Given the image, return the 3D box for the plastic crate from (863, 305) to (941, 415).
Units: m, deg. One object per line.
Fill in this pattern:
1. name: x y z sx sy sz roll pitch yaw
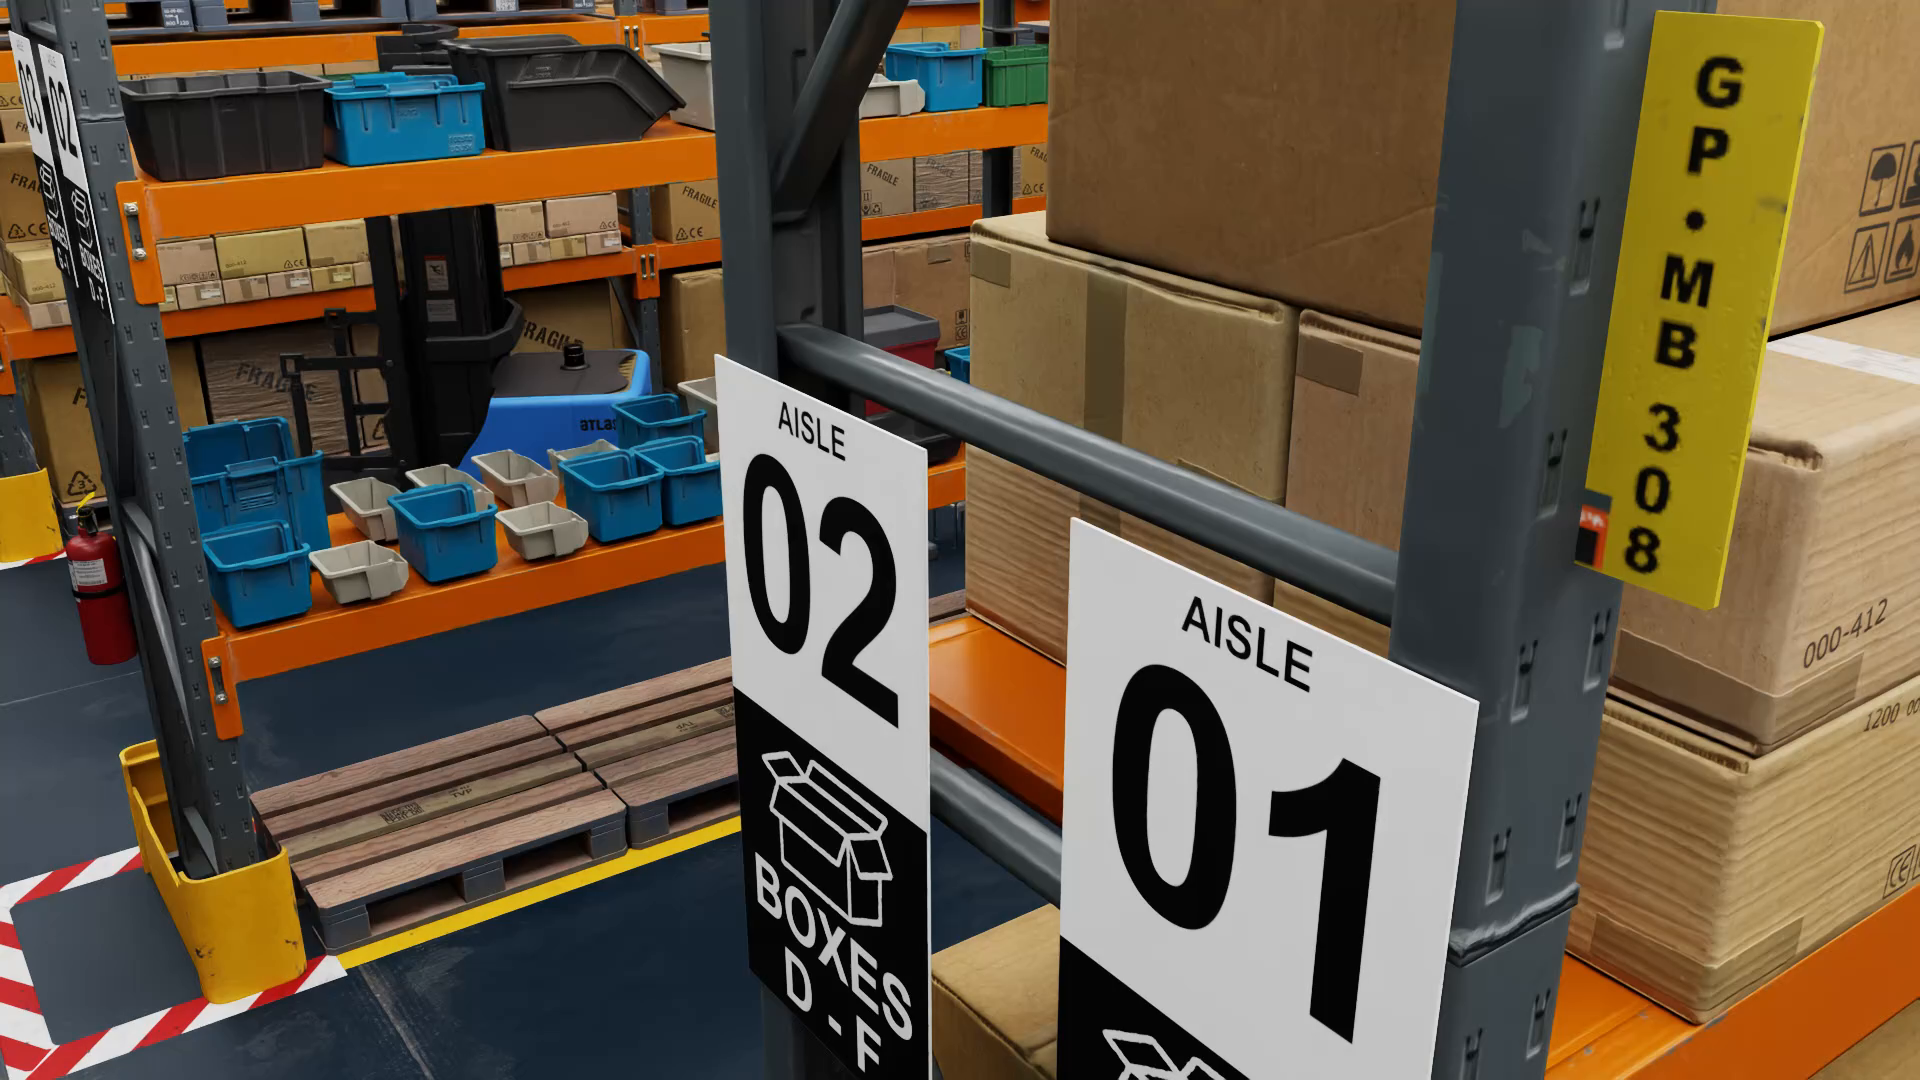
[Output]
1. plastic crate: -0.426 -0.785 7.650 0.583 0.464 0.402 -15 26 -33

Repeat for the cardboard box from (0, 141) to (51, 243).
1. cardboard box: -5.452 -2.071 9.829 0.500 0.500 0.500 -15 26 -32

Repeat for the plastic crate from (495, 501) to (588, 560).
1. plastic crate: -1.549 -0.031 6.201 0.298 0.136 0.250 -15 26 -33

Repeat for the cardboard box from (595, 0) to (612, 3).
1. cardboard box: -4.781 -6.744 21.648 0.500 0.500 0.500 -16 27 -34

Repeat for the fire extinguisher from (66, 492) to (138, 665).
1. fire extinguisher: -3.189 0.125 6.143 0.183 0.674 0.296 -15 26 -33

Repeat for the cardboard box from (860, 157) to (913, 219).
1. cardboard box: -0.697 -2.737 12.573 0.500 0.500 0.500 -14 26 -32

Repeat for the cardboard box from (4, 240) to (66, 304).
1. cardboard box: -5.147 -1.561 9.562 0.500 0.250 0.500 -16 27 -34

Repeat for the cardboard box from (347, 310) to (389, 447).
1. cardboard box: -3.760 -1.230 11.232 0.875 0.875 0.875 -15 26 -33

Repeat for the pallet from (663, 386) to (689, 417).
1. pallet: -1.865 -1.230 12.694 1.213 0.211 1.003 -15 26 -33

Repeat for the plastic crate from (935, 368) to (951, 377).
1. plastic crate: -0.016 -0.693 7.861 0.243 0.136 0.396 -15 26 -33

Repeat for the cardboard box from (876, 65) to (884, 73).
1. cardboard box: -0.334 -3.420 12.932 0.637 0.503 0.797 -14 26 -32

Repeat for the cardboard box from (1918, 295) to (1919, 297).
1. cardboard box: 0.951 -0.592 1.800 0.500 0.500 0.700 -15 26 -33

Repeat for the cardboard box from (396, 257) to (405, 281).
1. cardboard box: -3.546 -1.776 10.639 0.250 0.149 0.380 -15 26 -34

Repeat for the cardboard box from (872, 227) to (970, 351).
1. cardboard box: -0.500 -2.076 13.352 0.875 0.875 1.225 -15 26 -33

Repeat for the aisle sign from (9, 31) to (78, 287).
1. aisle sign: -3.031 -1.260 5.498 0.004 0.787 0.394 -15 26 -33

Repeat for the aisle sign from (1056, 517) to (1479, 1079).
1. aisle sign: 0.205 0.407 1.322 0.004 0.787 0.394 -15 26 -33

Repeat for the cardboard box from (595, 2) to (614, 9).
1. cardboard box: -4.487 -6.590 21.261 0.500 0.500 0.500 -16 27 -34

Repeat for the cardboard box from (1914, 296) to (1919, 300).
1. cardboard box: 1.068 -0.183 1.789 0.500 0.250 0.500 -15 26 -33

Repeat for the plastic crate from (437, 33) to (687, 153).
1. plastic crate: -1.401 -1.592 5.875 0.767 0.338 0.504 -15 26 -33

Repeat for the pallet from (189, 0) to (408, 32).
1. pallet: -4.107 -3.251 10.069 1.213 0.211 1.003 -15 26 -33

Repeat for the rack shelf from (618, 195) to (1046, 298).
1. rack shelf: -0.823 -2.434 12.920 4.000 0.370 1.077 -15 26 -33

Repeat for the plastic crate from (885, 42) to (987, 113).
1. plastic crate: -0.107 -1.868 6.709 0.300 0.233 0.416 -15 26 -33

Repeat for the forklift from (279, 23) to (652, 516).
1. forklift: -3.276 -1.262 9.104 3.031 2.935 1.130 -3 22 -6

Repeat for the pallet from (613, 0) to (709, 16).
1. pallet: -1.732 -3.853 11.716 1.217 0.209 0.805 -16 27 -35

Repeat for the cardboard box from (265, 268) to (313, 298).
1. cardboard box: -4.171 -1.610 10.222 0.250 0.149 0.380 -15 26 -33

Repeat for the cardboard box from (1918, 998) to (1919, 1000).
1. cardboard box: 1.432 0.761 2.457 0.500 0.500 0.500 -15 26 -32

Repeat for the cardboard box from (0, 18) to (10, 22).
1. cardboard box: -10.097 -5.208 17.416 0.500 0.500 0.500 -15 26 -33

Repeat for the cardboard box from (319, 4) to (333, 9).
1. cardboard box: -7.313 -5.955 19.289 0.500 0.500 0.500 -15 26 -33

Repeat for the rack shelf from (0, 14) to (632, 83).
1. rack shelf: -4.070 -2.962 10.195 4.000 0.370 1.077 -15 26 -33

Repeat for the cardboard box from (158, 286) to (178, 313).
1. cardboard box: -4.798 -1.442 9.802 0.250 0.149 0.380 -16 27 -34

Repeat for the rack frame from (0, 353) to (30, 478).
1. rack frame: -5.694 -1.470 9.532 0.127 3.000 1.000 -15 26 -33

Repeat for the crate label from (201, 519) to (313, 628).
1. crate label: -2.409 0.116 5.704 0.303 0.233 0.416 -15 26 -33

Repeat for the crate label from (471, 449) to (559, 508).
1. crate label: -1.790 -0.242 6.731 0.243 0.136 0.396 -15 26 -33

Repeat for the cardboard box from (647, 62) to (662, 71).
1. cardboard box: -2.976 -4.606 16.363 0.250 0.149 0.380 -15 26 -33

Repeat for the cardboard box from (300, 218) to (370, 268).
1. cardboard box: -3.898 -1.898 10.406 0.500 0.250 0.500 -16 27 -34

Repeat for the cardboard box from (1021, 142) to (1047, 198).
1. cardboard box: 0.544 -3.066 13.399 0.500 0.500 0.500 -14 26 -31

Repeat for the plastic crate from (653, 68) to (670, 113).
1. plastic crate: -1.269 -1.772 6.599 0.530 0.136 0.437 -15 26 -33

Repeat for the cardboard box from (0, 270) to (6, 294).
1. cardboard box: -7.885 -2.142 13.695 0.250 0.149 0.380 -16 27 -35

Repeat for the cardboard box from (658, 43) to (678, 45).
1. cardboard box: -3.882 -6.425 21.724 0.250 0.149 0.380 -15 26 -33

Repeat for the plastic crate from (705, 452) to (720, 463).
1. plastic crate: -0.792 -0.284 6.835 0.466 0.136 0.293 -15 26 -33

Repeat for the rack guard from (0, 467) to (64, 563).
1. rack guard: -5.713 -0.304 9.983 0.348 0.500 1.175 -15 26 -33

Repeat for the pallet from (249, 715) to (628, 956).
1. pallet: -2.109 1.149 6.733 1.213 0.211 1.003 -15 26 -33

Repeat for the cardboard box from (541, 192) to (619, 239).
1. cardboard box: -2.652 -2.230 11.237 0.500 0.250 0.500 -15 26 -34

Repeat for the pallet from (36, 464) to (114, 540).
1. pallet: -5.091 -0.371 10.542 1.213 0.211 1.003 -15 26 -33

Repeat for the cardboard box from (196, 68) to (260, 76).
1. cardboard box: -6.326 -4.096 14.227 0.500 0.500 0.500 -14 26 -31

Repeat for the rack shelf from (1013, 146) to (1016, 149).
1. rack shelf: 2.069 -2.337 8.630 4.000 0.370 1.077 -15 26 -33

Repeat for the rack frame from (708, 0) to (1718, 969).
1. rack frame: 0.089 -1.275 0.950 0.127 3.000 1.000 -15 26 -33

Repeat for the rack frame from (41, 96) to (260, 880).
1. rack frame: -2.801 0.020 5.798 0.127 3.000 1.000 -15 26 -33

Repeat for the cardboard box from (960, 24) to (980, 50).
1. cardboard box: 0.006 -5.762 18.804 0.500 0.500 0.700 -15 26 -32

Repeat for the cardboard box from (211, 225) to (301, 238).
1. cardboard box: -4.324 -2.131 9.980 0.500 0.500 0.500 -16 27 -34

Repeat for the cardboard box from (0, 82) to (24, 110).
1. cardboard box: -7.583 -3.761 13.390 0.500 0.500 0.500 -14 26 -31

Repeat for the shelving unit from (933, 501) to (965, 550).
1. shelving unit: -0.007 -0.416 9.725 0.210 0.900 0.258 -15 26 -33

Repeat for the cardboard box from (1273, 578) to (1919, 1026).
1. cardboard box: 0.654 0.153 1.621 0.500 0.250 0.500 -15 26 -33

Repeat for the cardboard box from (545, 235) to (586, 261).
1. cardboard box: -2.712 -1.998 11.196 0.250 0.149 0.380 -14 26 -32
